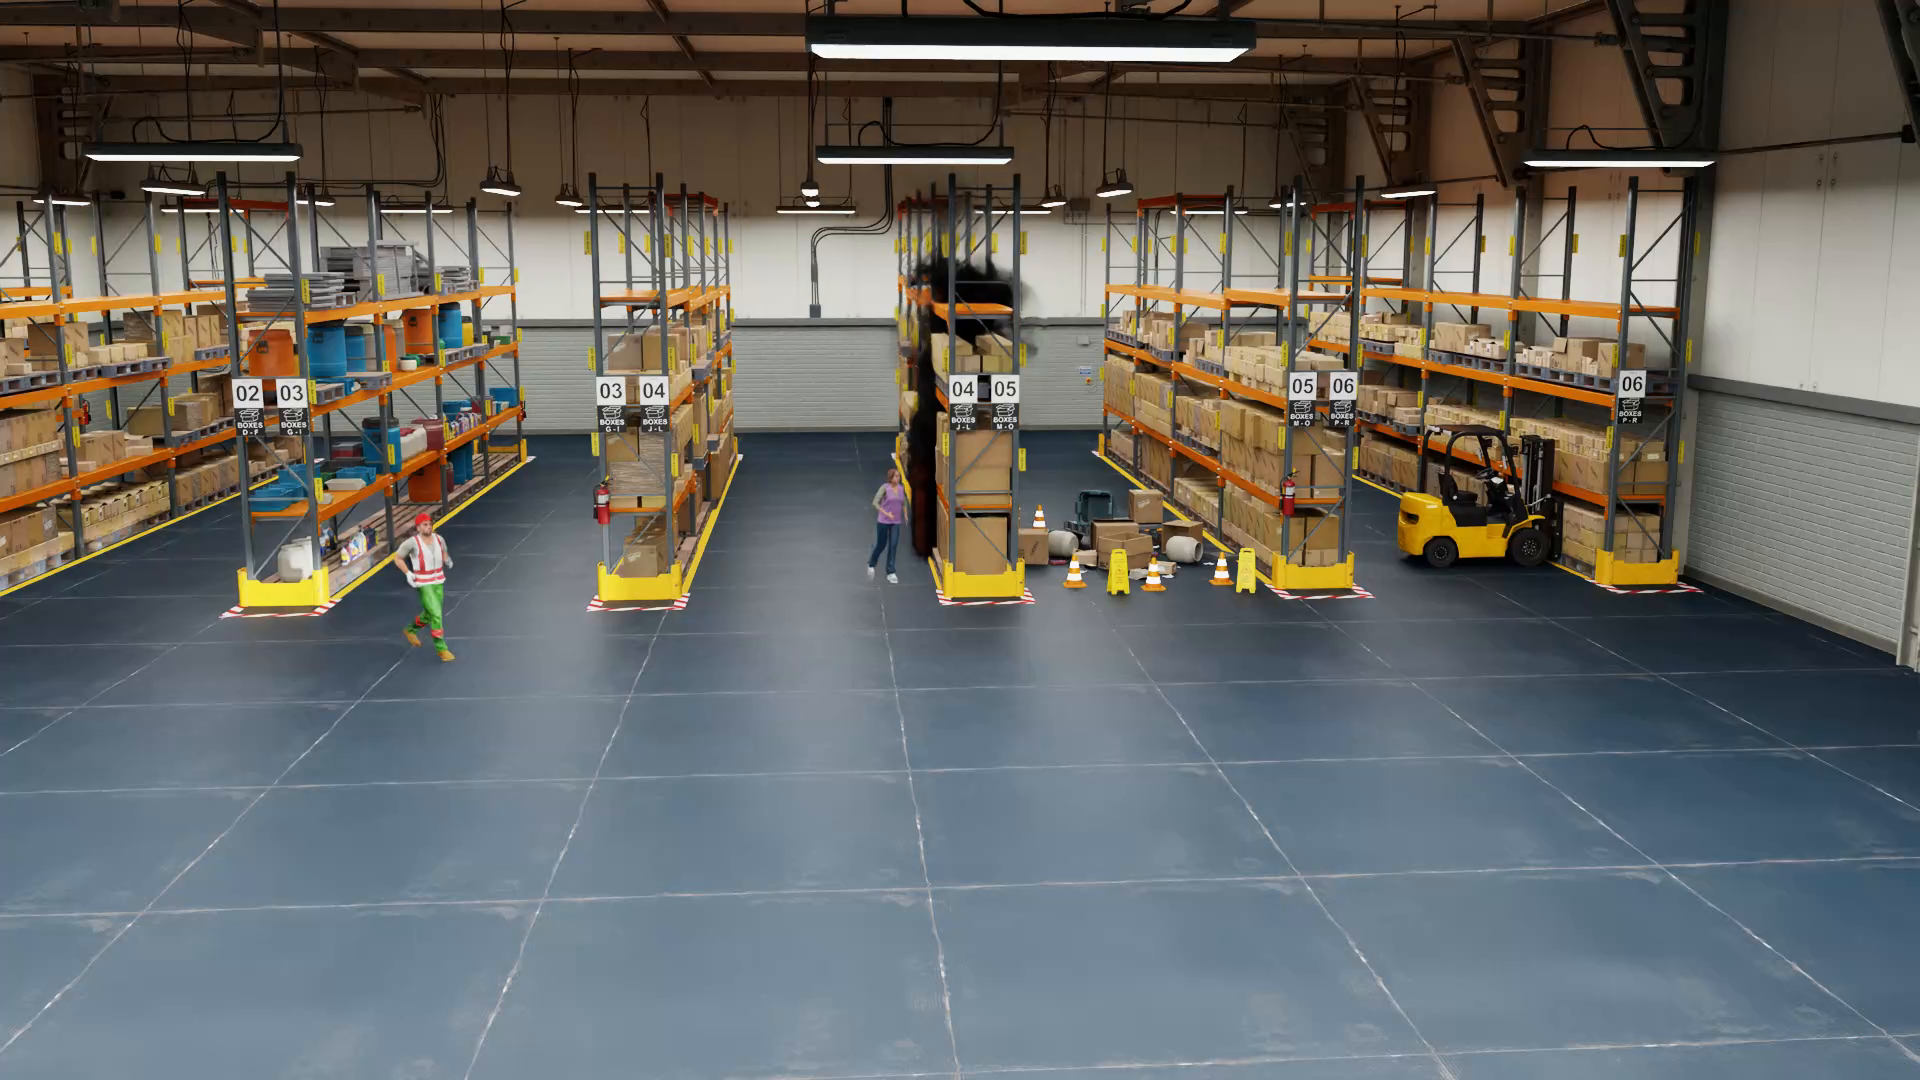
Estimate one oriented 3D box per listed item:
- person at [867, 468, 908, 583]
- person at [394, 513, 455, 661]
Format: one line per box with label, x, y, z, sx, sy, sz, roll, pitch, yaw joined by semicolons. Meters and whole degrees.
person;-0.981;-0.228;23.771;0.594;1.608;0.728;-6;12;-31
person;-6.541;0.548;20.450;0.923;1.796;0.638;7;12;33
